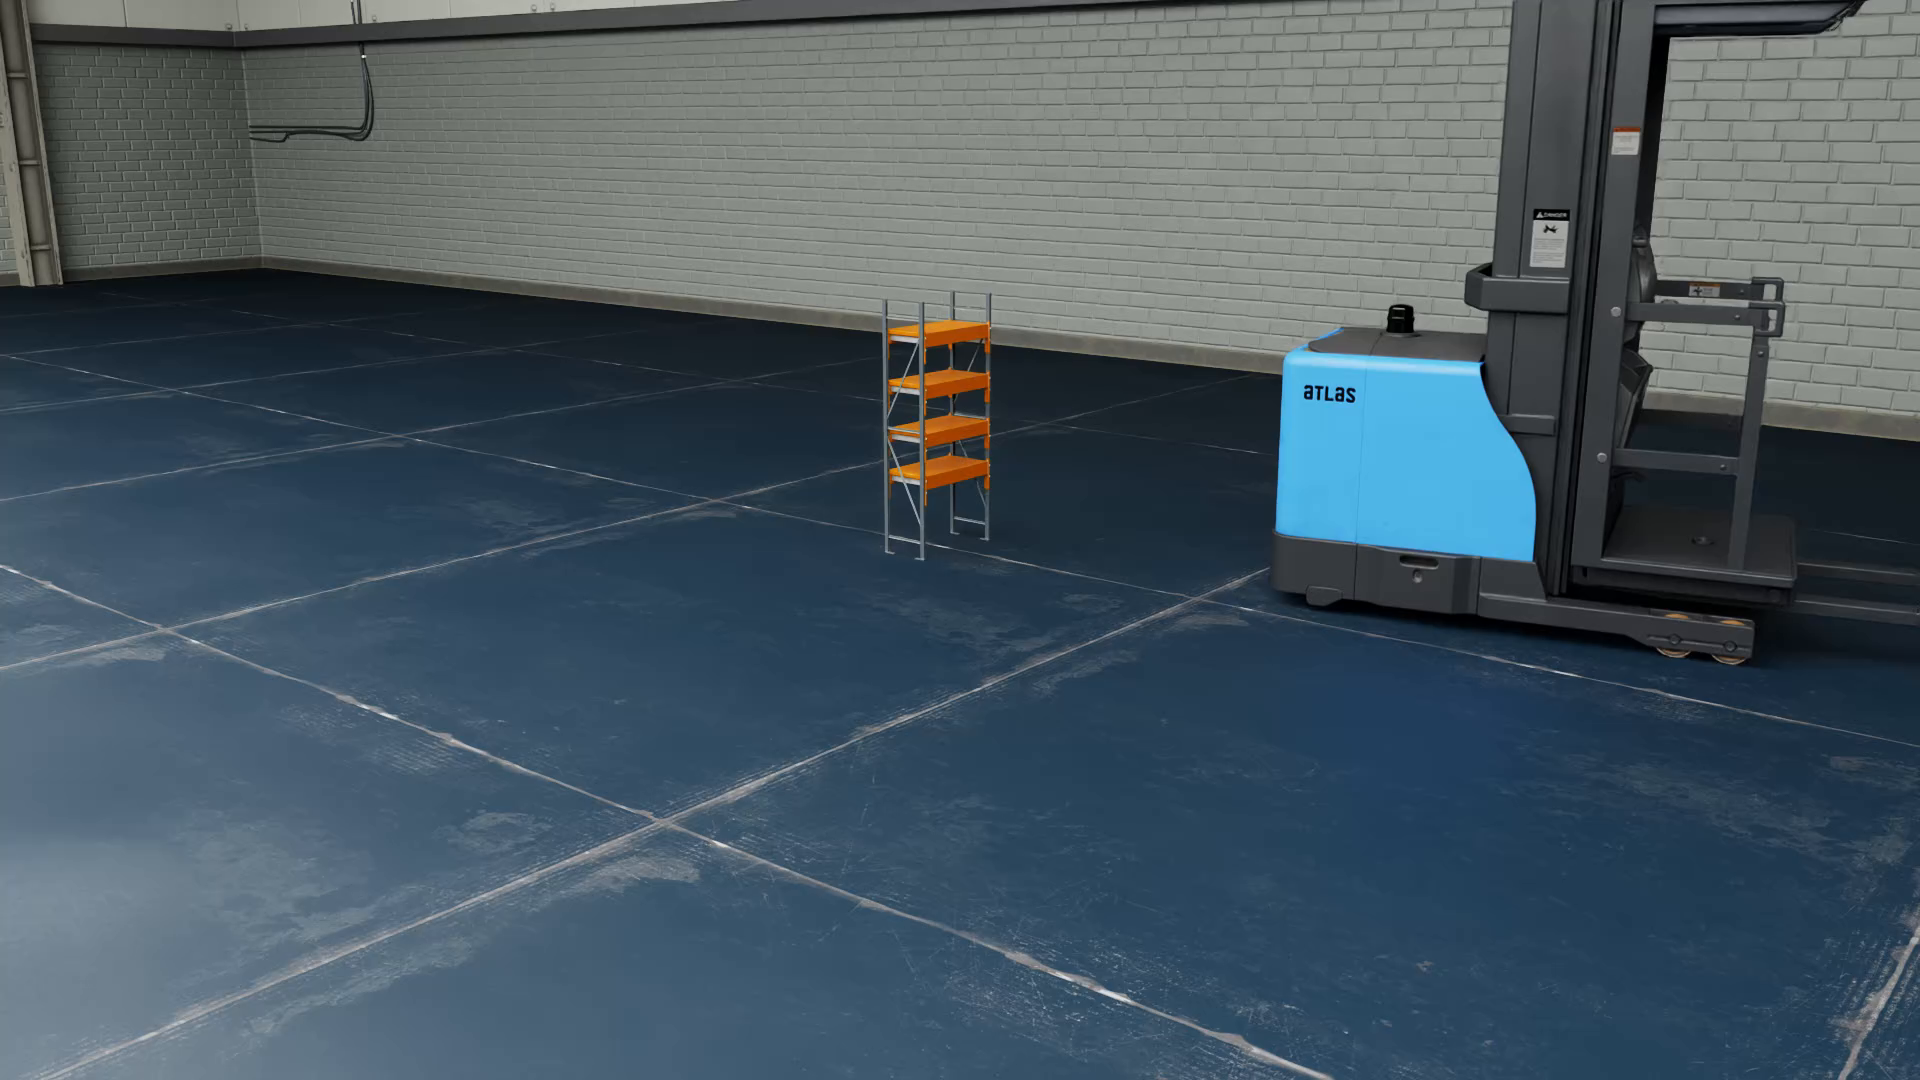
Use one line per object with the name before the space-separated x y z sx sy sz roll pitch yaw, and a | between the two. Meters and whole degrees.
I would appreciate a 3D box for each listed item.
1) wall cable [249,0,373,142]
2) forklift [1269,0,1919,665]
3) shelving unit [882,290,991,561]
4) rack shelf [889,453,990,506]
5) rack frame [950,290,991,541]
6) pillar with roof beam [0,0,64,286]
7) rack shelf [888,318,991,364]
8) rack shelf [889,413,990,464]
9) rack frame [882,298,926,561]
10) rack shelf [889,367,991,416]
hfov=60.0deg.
wall cable | -8.471 -6.374 21.244 3.097 2.526 0.112 11 18 38
forklift | 2.873 -1.099 6.497 3.031 2.935 1.130 7 16 24
shelving unit | -0.104 -0.550 7.850 0.258 1.200 0.503 11 18 38
rack shelf | -0.104 -0.292 7.916 0.258 0.148 0.480 11 18 38
rack frame | 0.049 -0.597 8.034 0.240 1.200 0.015 11 18 38
pillar with roof beam | -8.002 -6.853 16.824 9.100 9.000 0.400 11 18 38
rack shelf | -0.104 -0.931 7.754 0.258 0.148 0.480 11 18 38
rack shelf | -0.104 -0.485 7.867 0.258 0.148 0.480 11 18 38
rack frame | -0.257 -0.503 7.666 0.240 1.200 0.015 11 18 38
rack shelf | -0.104 -0.701 7.812 0.258 0.148 0.480 11 18 38
